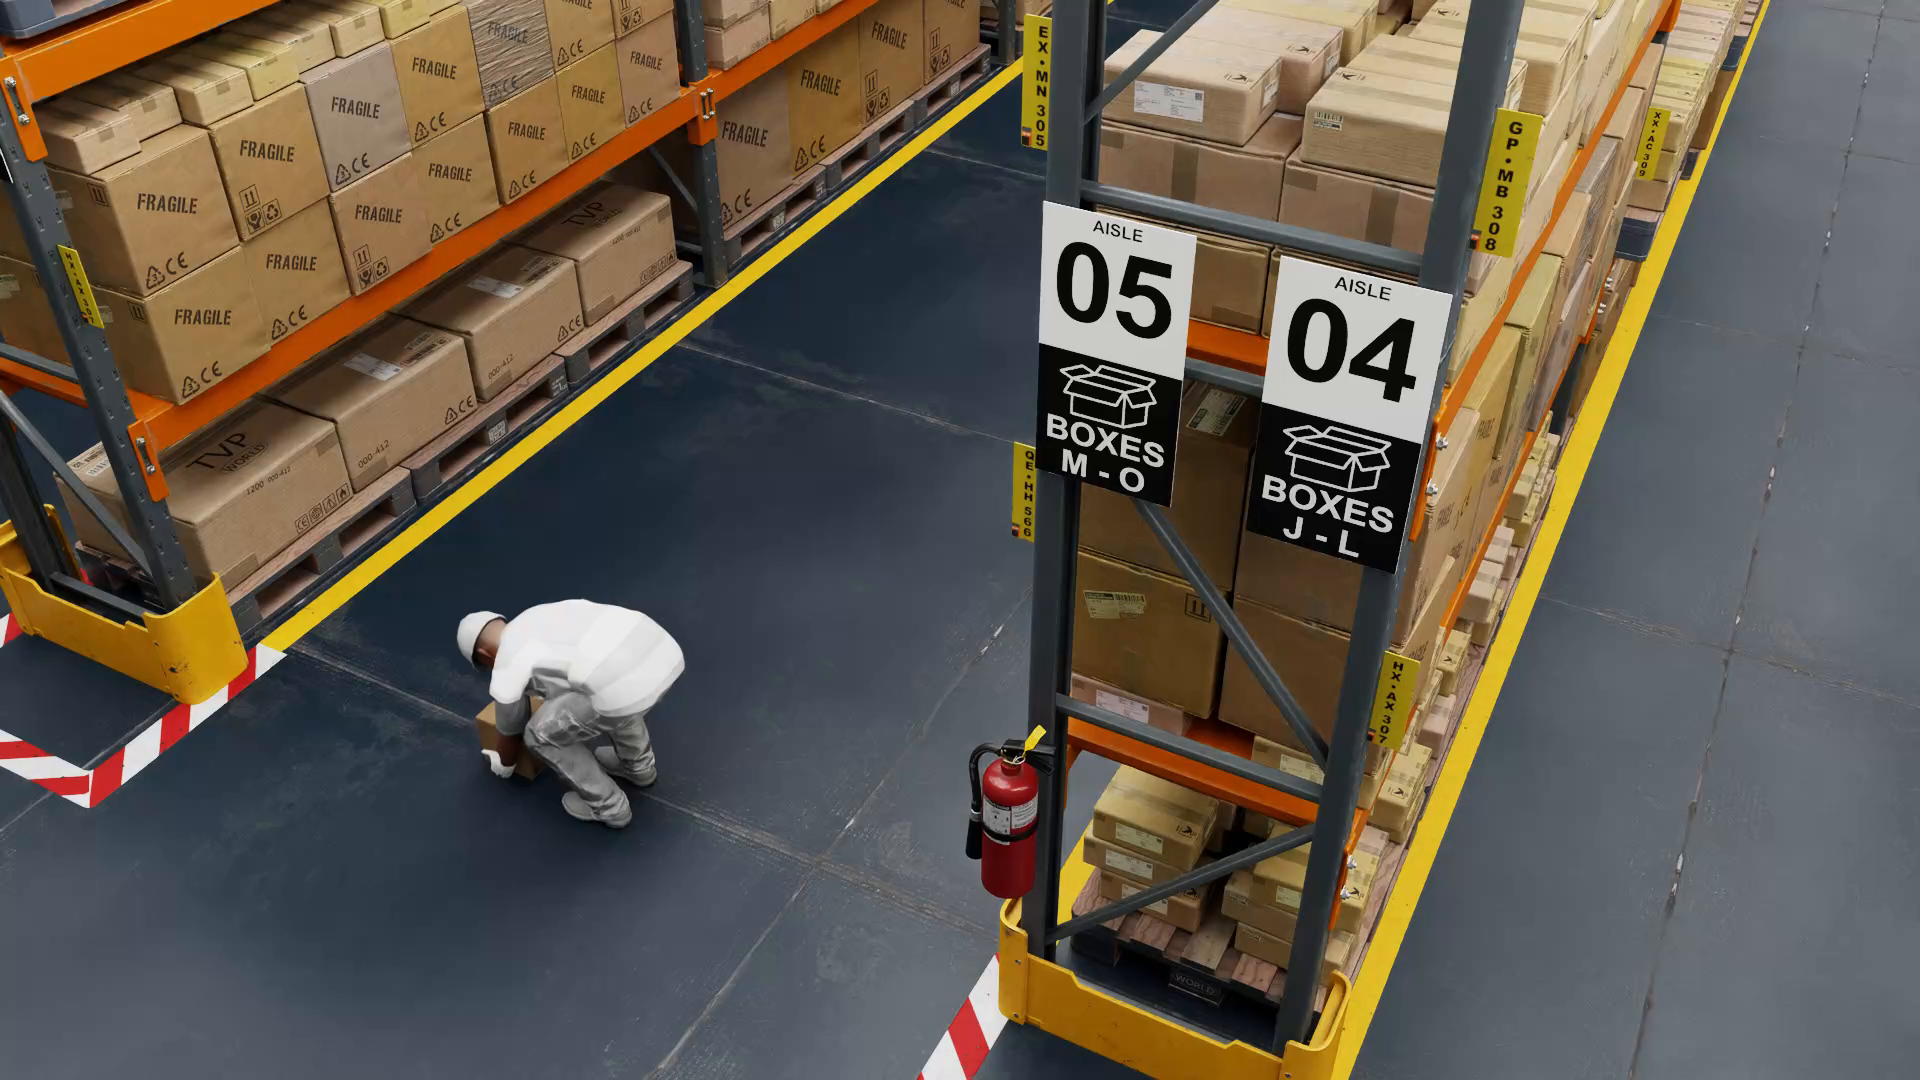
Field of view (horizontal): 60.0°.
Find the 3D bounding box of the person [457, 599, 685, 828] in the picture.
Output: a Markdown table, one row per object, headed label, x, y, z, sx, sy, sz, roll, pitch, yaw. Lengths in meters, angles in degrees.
| label | x | y | z | sx | sy | sz | roll | pitch | yaw |
| --- | --- | --- | --- | --- | --- | --- | --- | --- | --- |
| person | -1.555 | 0.639 | 6.617 | 0.985 | 0.925 | 0.521 | 16 | 40 | 19 |
